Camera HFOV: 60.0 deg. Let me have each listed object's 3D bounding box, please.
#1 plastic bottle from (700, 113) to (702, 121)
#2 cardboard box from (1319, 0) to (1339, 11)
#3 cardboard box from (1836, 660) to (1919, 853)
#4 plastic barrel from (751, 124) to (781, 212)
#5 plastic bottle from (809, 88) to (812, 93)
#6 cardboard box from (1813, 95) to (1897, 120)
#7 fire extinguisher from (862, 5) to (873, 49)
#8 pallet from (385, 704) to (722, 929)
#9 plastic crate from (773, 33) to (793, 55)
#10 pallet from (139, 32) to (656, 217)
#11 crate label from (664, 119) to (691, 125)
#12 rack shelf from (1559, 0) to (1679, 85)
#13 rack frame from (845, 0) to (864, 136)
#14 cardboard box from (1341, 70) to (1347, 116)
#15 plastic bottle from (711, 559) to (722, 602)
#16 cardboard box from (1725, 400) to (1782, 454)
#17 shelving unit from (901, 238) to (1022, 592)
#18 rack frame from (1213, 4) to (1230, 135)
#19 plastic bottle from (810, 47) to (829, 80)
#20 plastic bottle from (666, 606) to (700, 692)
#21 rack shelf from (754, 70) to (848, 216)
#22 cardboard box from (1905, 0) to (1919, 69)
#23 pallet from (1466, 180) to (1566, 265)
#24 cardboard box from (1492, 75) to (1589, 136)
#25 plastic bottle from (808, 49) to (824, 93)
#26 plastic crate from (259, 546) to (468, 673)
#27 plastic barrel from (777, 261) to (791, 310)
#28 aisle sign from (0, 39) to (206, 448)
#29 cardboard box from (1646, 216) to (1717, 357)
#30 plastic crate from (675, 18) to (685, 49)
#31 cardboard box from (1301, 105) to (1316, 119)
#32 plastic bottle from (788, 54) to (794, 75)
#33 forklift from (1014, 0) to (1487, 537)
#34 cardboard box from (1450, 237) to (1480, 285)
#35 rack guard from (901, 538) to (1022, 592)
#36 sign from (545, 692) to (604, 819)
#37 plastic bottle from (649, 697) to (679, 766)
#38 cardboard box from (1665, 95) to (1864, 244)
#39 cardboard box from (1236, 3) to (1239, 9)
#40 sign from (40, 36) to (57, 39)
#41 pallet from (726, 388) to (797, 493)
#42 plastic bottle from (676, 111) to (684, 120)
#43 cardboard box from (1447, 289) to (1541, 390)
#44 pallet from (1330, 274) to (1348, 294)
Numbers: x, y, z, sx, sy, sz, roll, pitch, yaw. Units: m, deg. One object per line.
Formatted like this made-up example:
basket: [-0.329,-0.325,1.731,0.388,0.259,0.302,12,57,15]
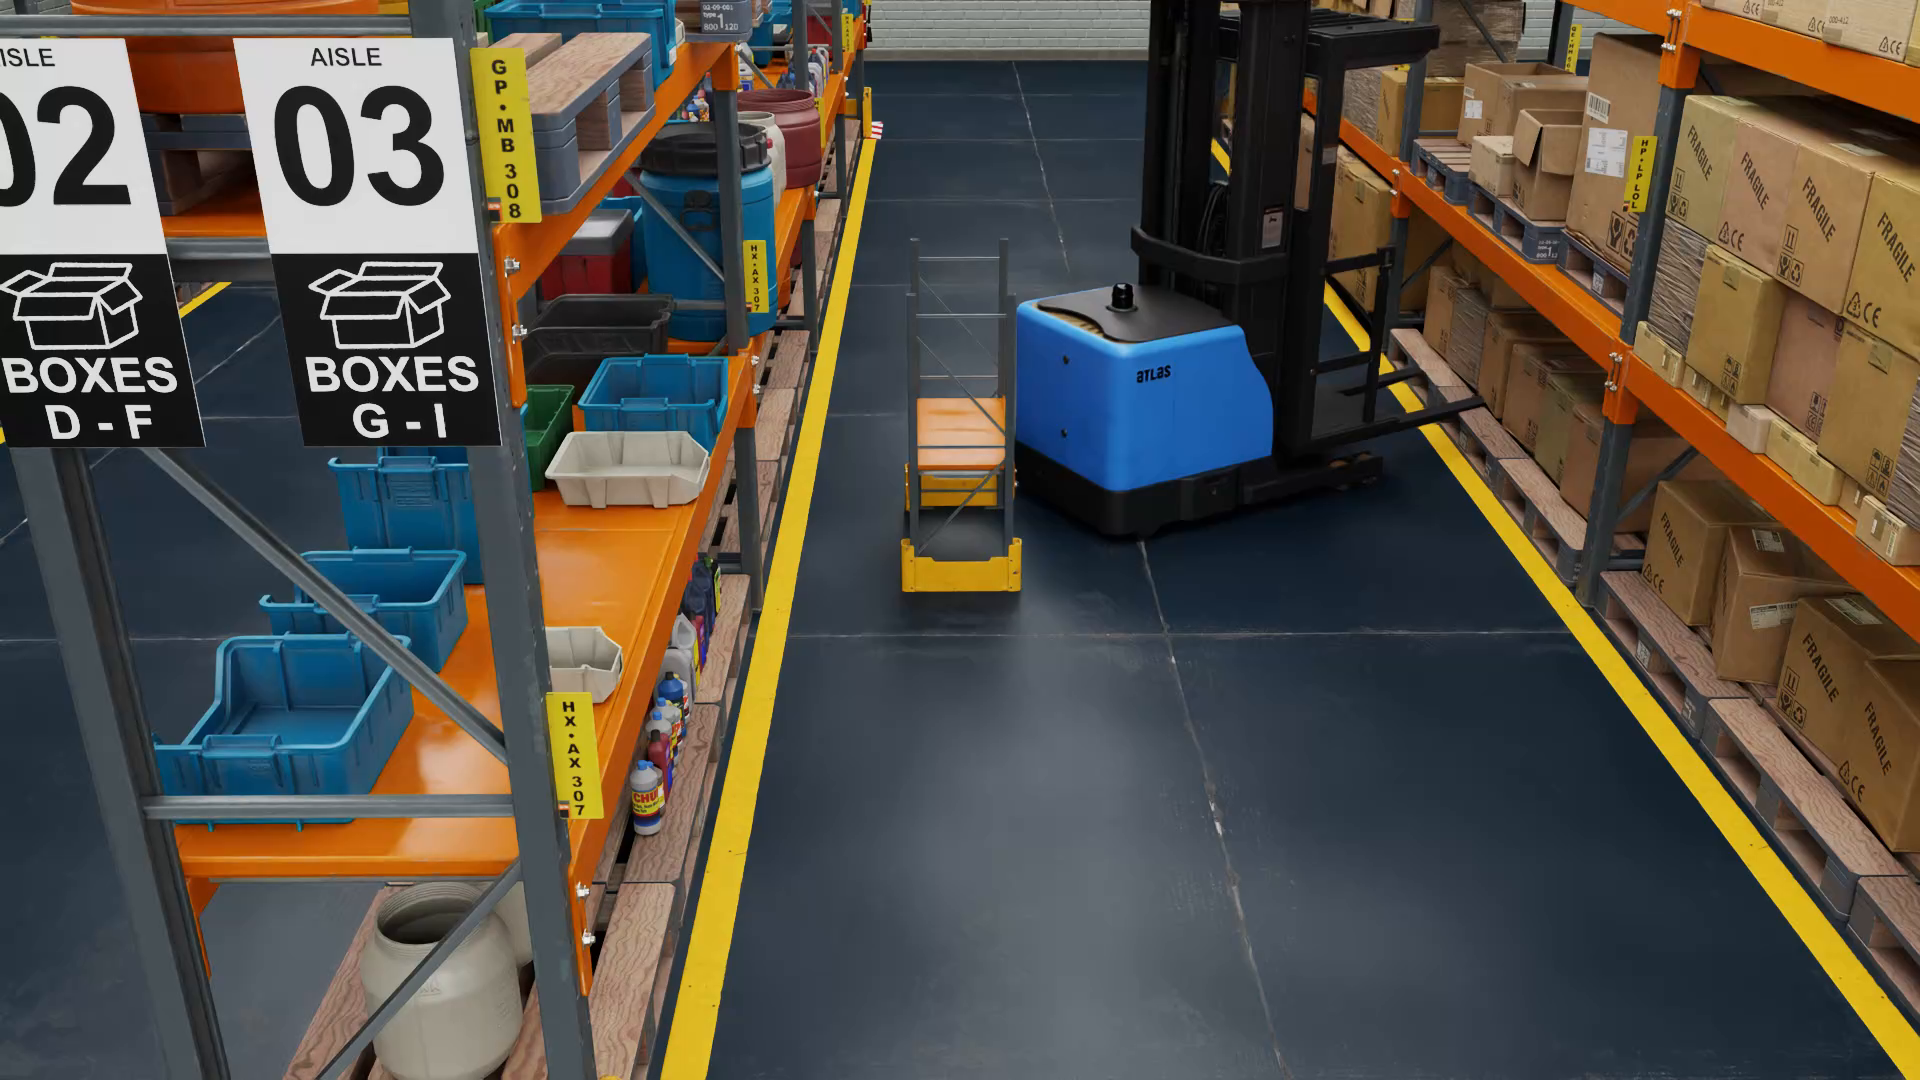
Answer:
plastic bottle: [-1.915,-3.024,12.038,0.097,0.201,0.097,0,24,0]
cardboard box: [3.429,-4.597,13.935,0.797,0.503,0.637,-1,24,-2]
cardboard box: [3.526,0.773,5.924,0.500,0.500,0.500,2,24,4]
plastic barrel: [-1.265,-2.141,9.709,0.421,0.512,0.421,0,24,0]
plastic bottle: [-1.143,-3.290,12.526,0.061,0.283,0.133,0,24,-1]
cardboard box: [3.782,-1.513,6.761,0.500,0.500,0.500,0,24,-1]
fire extinguisher: [-1.129,-5.842,18.574,0.296,0.674,0.183,0,24,-1]
pallet: [-1.469,1.013,6.255,1.003,0.211,1.213,0,24,-1]
plastic crate: [-1.819,-4.697,15.757,0.437,0.125,0.590,0,24,-1]
pallet: [-1.319,-1.012,3.938,1.003,0.211,1.213,0,24,-1]
crate label: [-1.754,-2.292,10.136,0.502,0.435,0.616,0,24,-1]
rack shelf: [3.480,-2.924,8.808,1.077,0.370,4.000,0,24,-1]
rack frame: [-1.582,-5.983,18.340,1.000,3.000,0.127,0,24,-1]
cardboard box: [3.192,-3.586,12.918,0.500,0.500,0.500,0,24,0]
plastic bottle: [-1.136,0.184,7.565,0.097,0.201,0.097,0,24,0]
cardboard box: [3.197,-0.444,6.397,0.380,0.149,0.250,0,24,-1]
shelving unit: [0.001,-0.652,8.371,0.587,1.500,1.083,0,24,-1]
rack frame: [3.371,-6.006,18.389,1.000,3.000,0.127,0,24,-1]
plastic bottle: [-1.211,-4.118,14.365,0.152,0.276,0.135,0,24,-1]
plastic bottle: [-1.150,0.444,6.809,0.144,0.351,0.185,0,24,-1]
rack shelf: [-1.517,-3.183,13.021,1.077,0.370,4.000,0,24,-1]
cardboard box: [3.270,-1.533,5.041,0.500,0.250,0.500,-1,24,-1]
pallet: [3.520,-1.806,9.336,1.003,0.211,1.213,0,24,-1]
cardboard box: [3.610,-2.494,9.994,0.700,0.500,0.500,3,25,7]
plastic bottle: [-1.199,-3.859,13.703,0.144,0.351,0.185,0,24,-1]
plastic crate: [-1.714,0.205,4.838,0.499,0.251,0.408,0,24,-1]
plastic barrel: [-1.517,-2.091,11.857,0.600,0.830,0.708,0,24,-1]
aisle sign: [-1.704,-0.544,3.158,0.394,0.787,0.004,0,24,-1]
cardboard box: [3.445,-1.056,6.963,0.875,0.500,0.500,0,24,-1]
plastic crate: [-1.029,-1.626,5.384,0.243,0.136,0.396,0,24,-1]
cardboard box: [3.441,-3.317,14.513,1.225,0.875,0.875,0,24,0]
plastic bottle: [-1.343,-3.859,13.701,0.144,0.351,0.185,0,24,-1]
forklift: [1.809,-1.787,9.144,3.031,2.935,1.130,-14,28,-28]
cardboard box: [3.495,-1.836,10.760,0.500,0.250,0.500,1,24,2]
rack guard: [0.006,0.123,8.175,0.587,0.250,0.087,0,24,-1]
sign: [-0.857,0.483,3.707,0.100,0.325,0.005,0,24,-1]
plastic bottle: [-1.121,0.721,6.292,0.097,0.271,0.097,0,24,0]
cardboard box: [3.252,-1.511,6.755,0.500,0.500,0.500,0,24,-1]
cardboard box: [3.120,-5.453,16.987,0.500,0.250,0.500,-1,24,-2]
sign: [-5.893,-3.198,10.775,0.100,0.325,0.005,0,24,-1]
pallet: [-1.515,-0.596,9.811,1.003,0.211,1.213,0,24,-1]
plastic bottle: [-1.926,-2.799,11.439,0.061,0.283,0.133,0,24,-1]
cardboard box: [3.504,-1.266,10.409,0.700,0.500,0.500,-2,24,-5]
pallet: [3.514,-2.265,13.503,1.003,0.211,1.213,0,24,-1]
